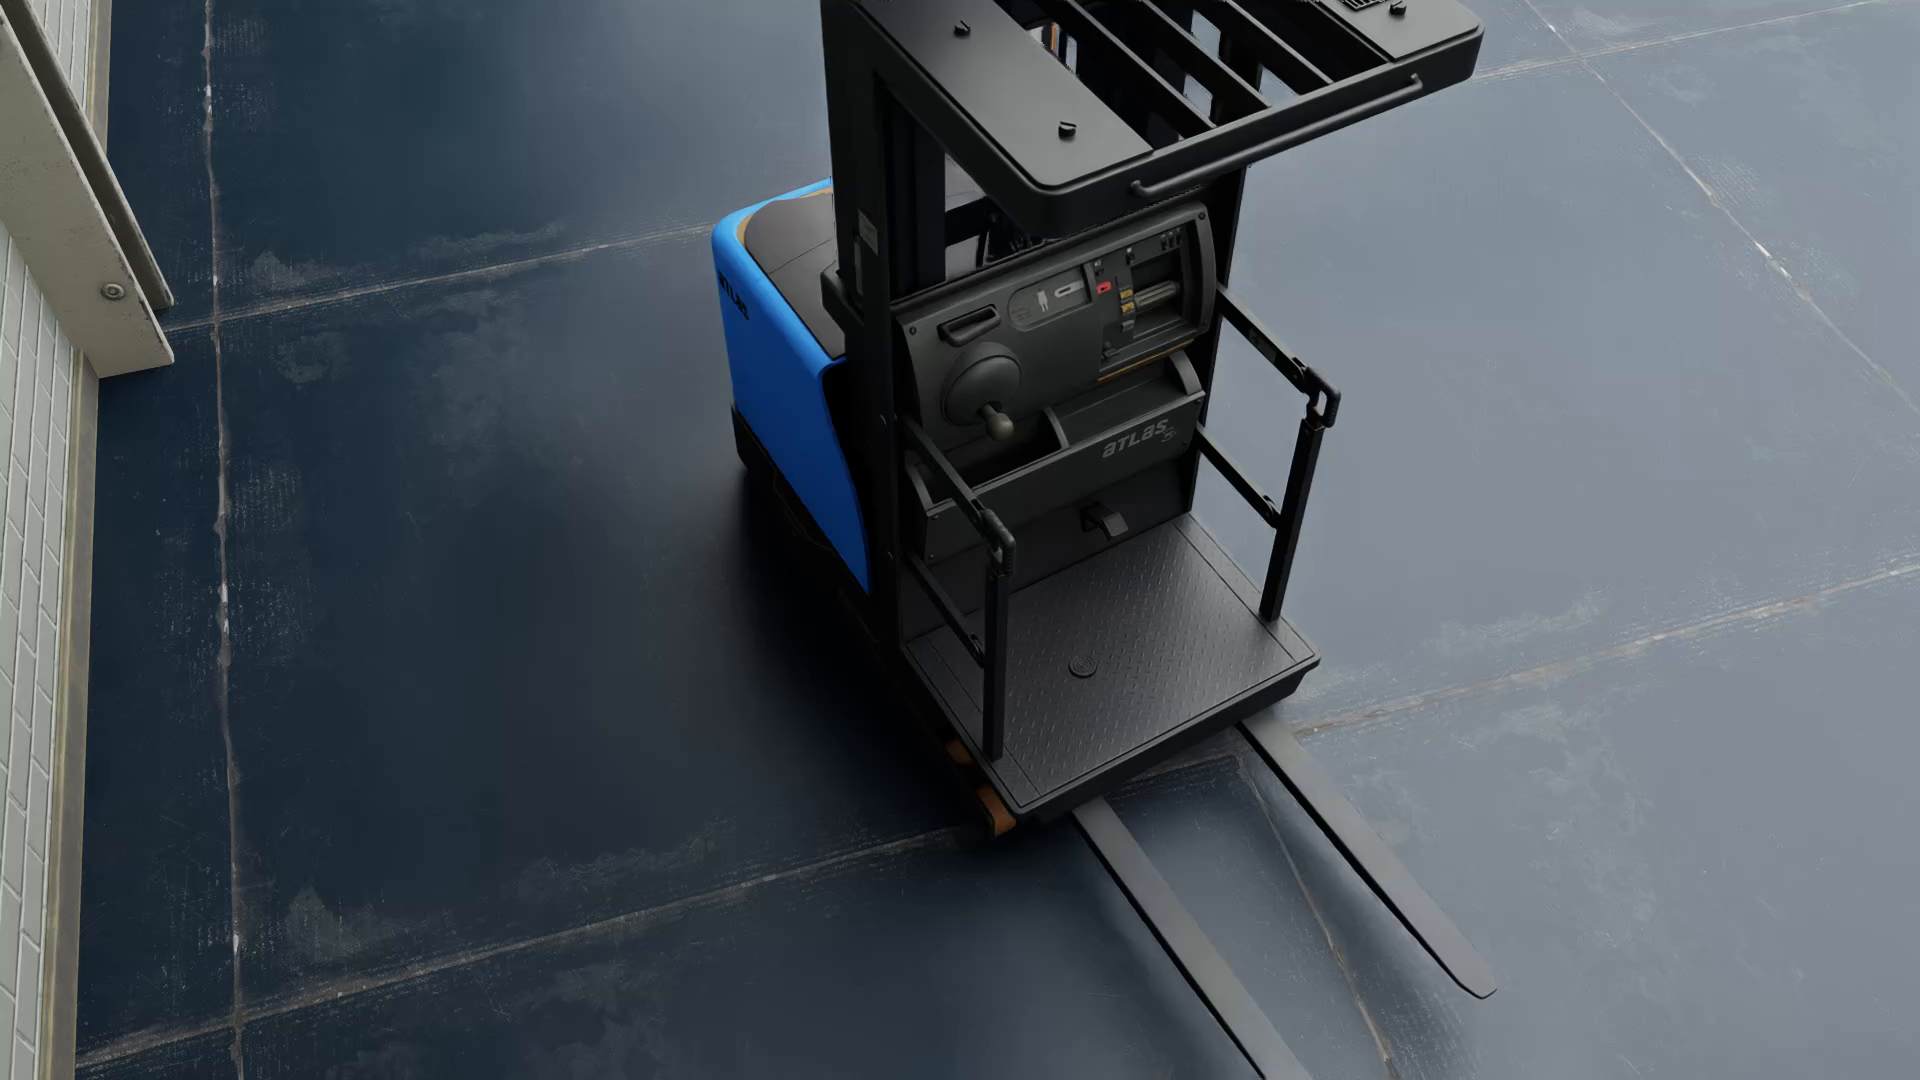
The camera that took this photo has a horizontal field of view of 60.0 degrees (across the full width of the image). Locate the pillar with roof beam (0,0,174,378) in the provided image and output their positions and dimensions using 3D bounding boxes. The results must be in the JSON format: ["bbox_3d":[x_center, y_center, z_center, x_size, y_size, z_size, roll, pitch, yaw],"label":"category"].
[{"bbox_3d":[0.920,-4.654,3.788,9.100,9.000,0.400,-13,51,-11],"label":"pillar with roof beam"}]

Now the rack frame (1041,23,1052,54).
[{"bbox_3d":[0.092,-1.395,5.553,0.400,2.100,0.015,3,50,3],"label":"rack frame"}]

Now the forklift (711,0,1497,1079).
[{"bbox_3d":[0.384,-0.468,4.228,1.130,2.935,3.031,-24,54,-19],"label":"forklift"}]

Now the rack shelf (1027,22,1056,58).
[{"bbox_3d":[0.109,-1.573,5.720,0.431,0.518,0.480,3,50,3],"label":"rack shelf"}]

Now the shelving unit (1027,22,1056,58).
[{"bbox_3d":[0.109,-1.581,5.710,0.431,2.100,0.503,3,50,3],"label":"shelving unit"}]
